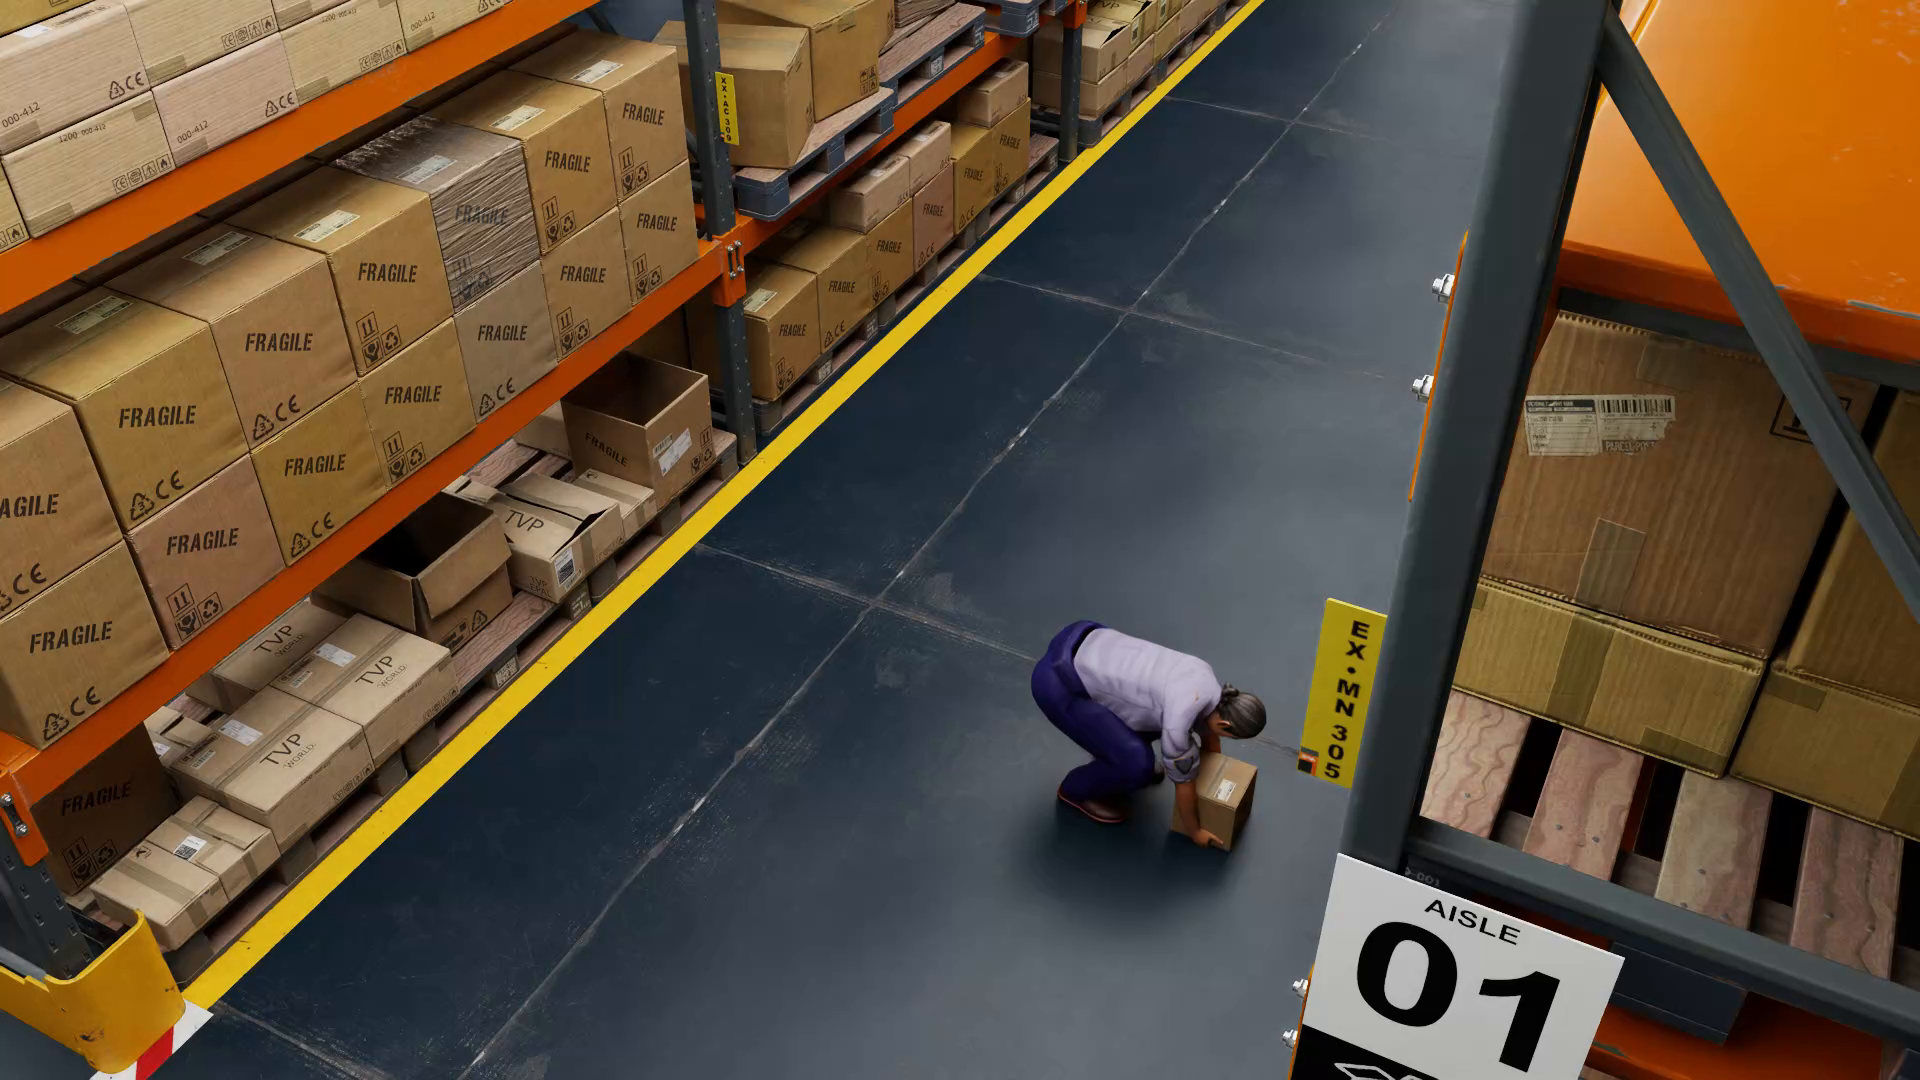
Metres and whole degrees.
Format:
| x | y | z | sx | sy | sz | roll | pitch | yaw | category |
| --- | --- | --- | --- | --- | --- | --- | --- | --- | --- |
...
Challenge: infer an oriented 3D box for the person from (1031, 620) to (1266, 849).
| x | y | z | sx | sy | sz | roll | pitch | yaw | category |
| --- | --- | --- | --- | --- | --- | --- | --- | --- | --- |
| 0.732 | 0.750 | 6.527 | 0.905 | 0.784 | 0.509 | 16 | 41 | 20 | person |
